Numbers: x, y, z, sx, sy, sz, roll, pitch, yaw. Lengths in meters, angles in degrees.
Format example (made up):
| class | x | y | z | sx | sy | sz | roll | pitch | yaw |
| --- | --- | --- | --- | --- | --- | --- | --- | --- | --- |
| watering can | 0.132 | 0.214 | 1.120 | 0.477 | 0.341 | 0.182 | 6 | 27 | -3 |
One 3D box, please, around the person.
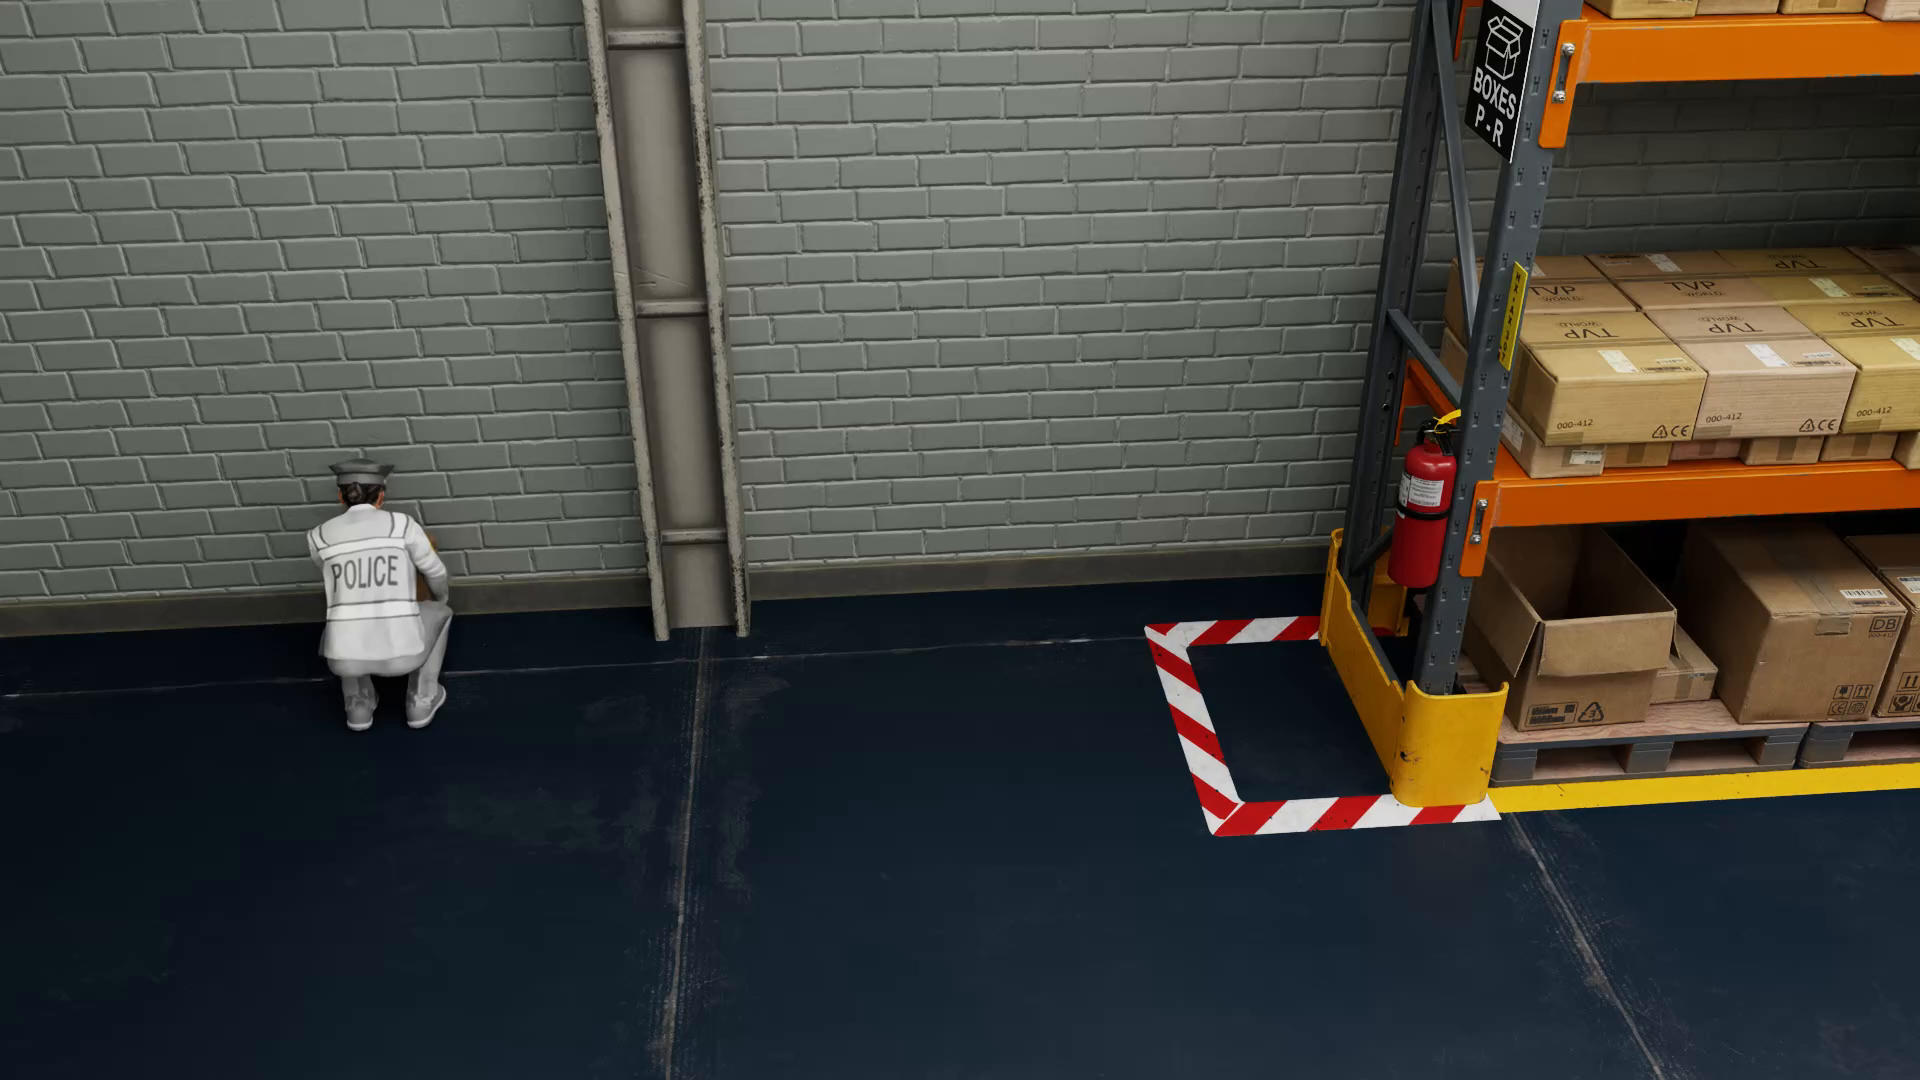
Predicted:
| class | x | y | z | sx | sy | sz | roll | pitch | yaw |
| --- | --- | --- | --- | --- | --- | --- | --- | --- | --- |
| person | -2.267 | 0.197 | 6.494 | 0.471 | 0.971 | 0.841 | -3 | 31 | -5 |
